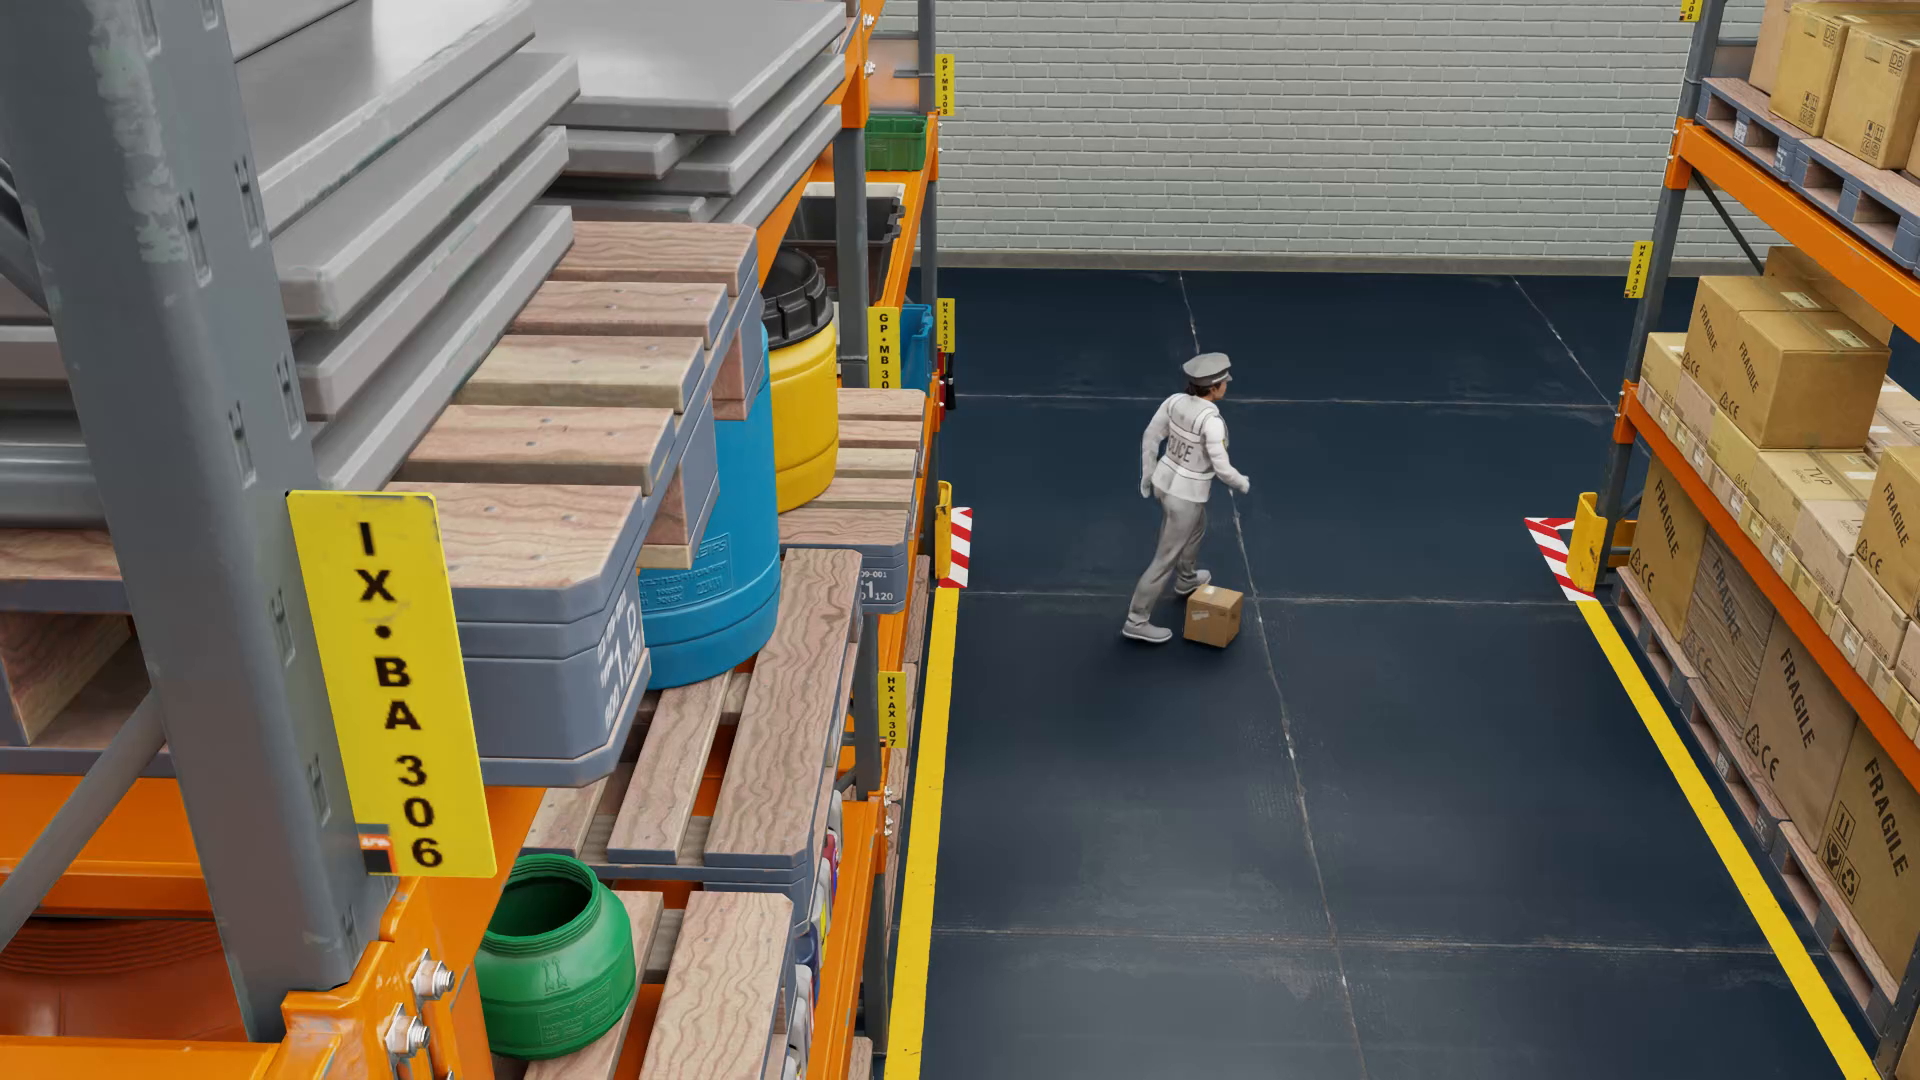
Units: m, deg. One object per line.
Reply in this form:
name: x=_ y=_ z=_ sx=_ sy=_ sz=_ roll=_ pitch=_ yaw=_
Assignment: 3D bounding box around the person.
person: x=1.246 y=-0.264 z=9.353 sx=0.769 sy=1.618 sz=0.631 roll=-10 pitch=30 yaw=-18
